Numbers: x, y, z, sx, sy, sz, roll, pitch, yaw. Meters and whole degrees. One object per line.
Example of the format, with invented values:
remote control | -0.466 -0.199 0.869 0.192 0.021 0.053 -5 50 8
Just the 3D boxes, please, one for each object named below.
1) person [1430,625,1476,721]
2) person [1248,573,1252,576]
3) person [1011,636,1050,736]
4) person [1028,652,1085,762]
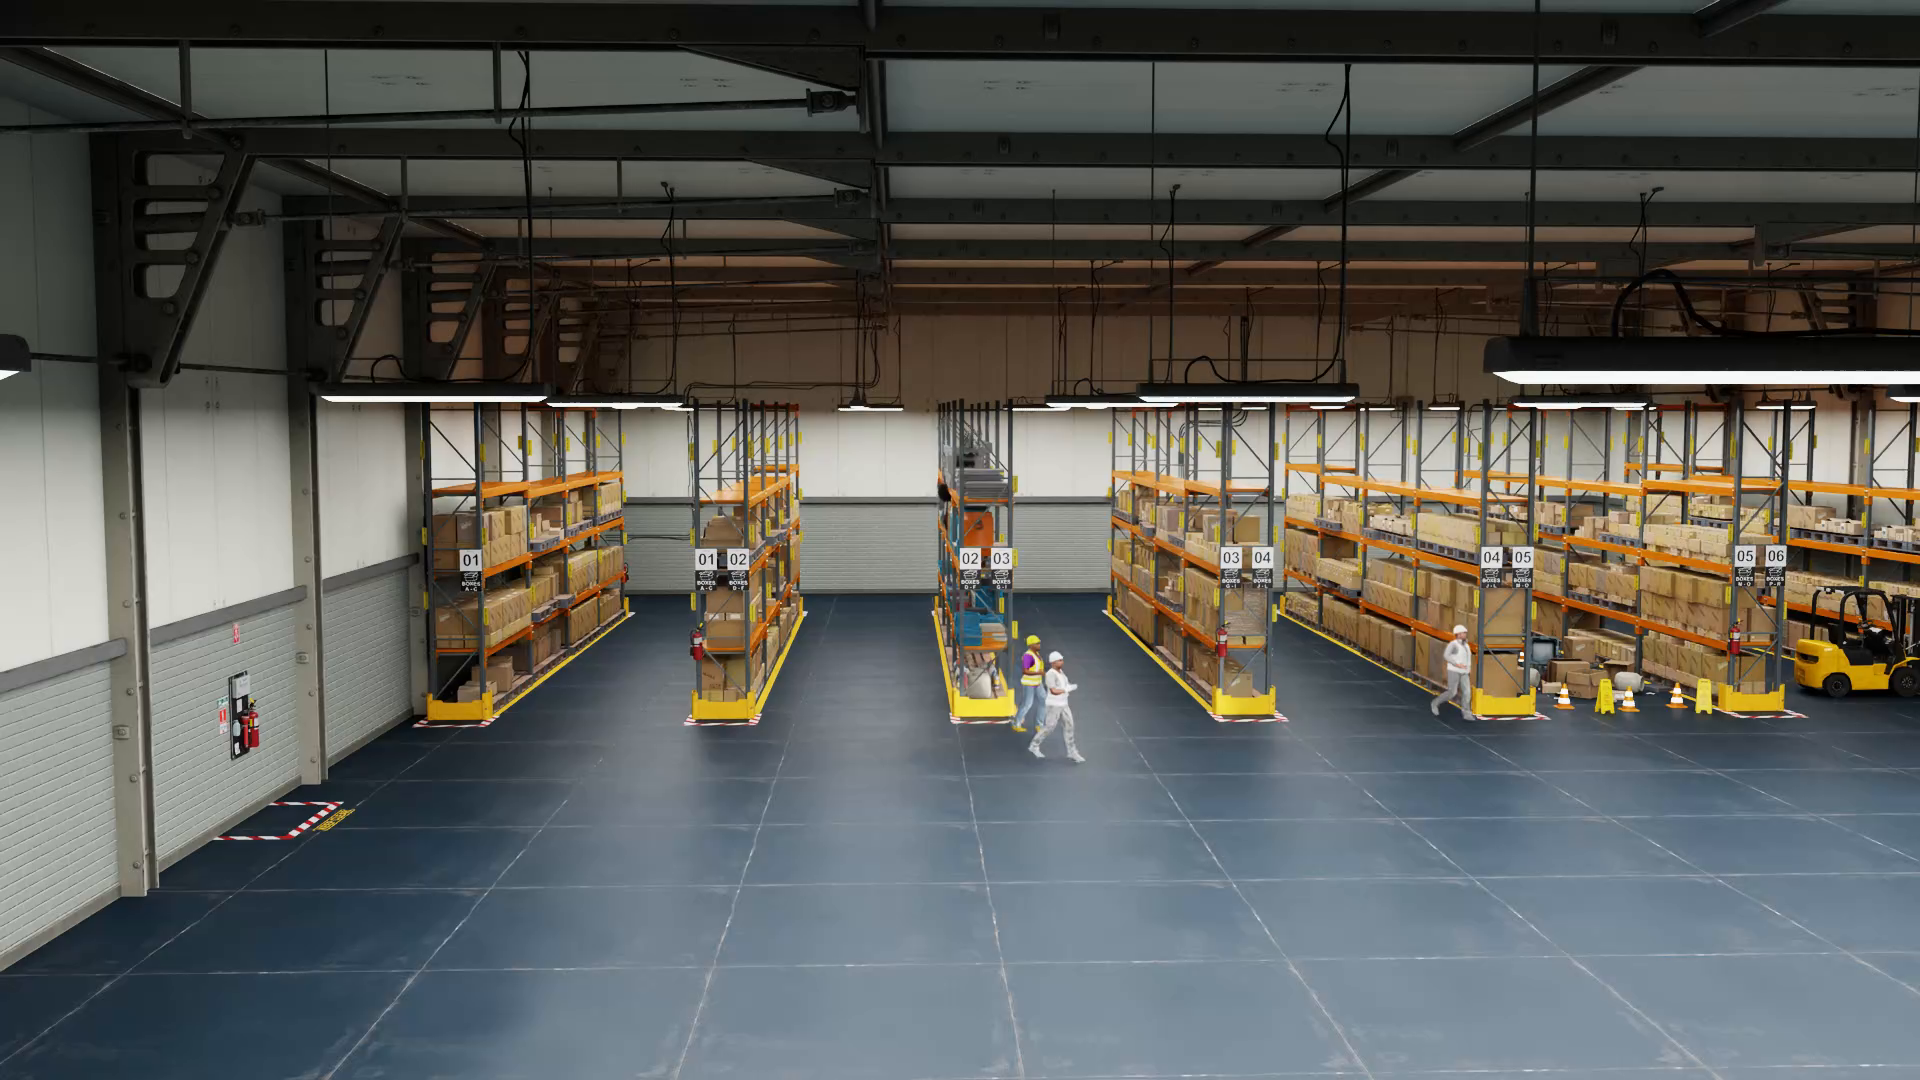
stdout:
person | 9.375 2.472 31.215 0.724 1.740 0.952 -4 6 -39
person | 8.068 1.392 45.088 0.671 1.776 0.992 0 4 -3
person | 1.271 2.605 29.554 0.773 1.822 0.680 2 5 30
person | 1.589 2.732 27.313 0.938 1.800 0.674 2 5 24
